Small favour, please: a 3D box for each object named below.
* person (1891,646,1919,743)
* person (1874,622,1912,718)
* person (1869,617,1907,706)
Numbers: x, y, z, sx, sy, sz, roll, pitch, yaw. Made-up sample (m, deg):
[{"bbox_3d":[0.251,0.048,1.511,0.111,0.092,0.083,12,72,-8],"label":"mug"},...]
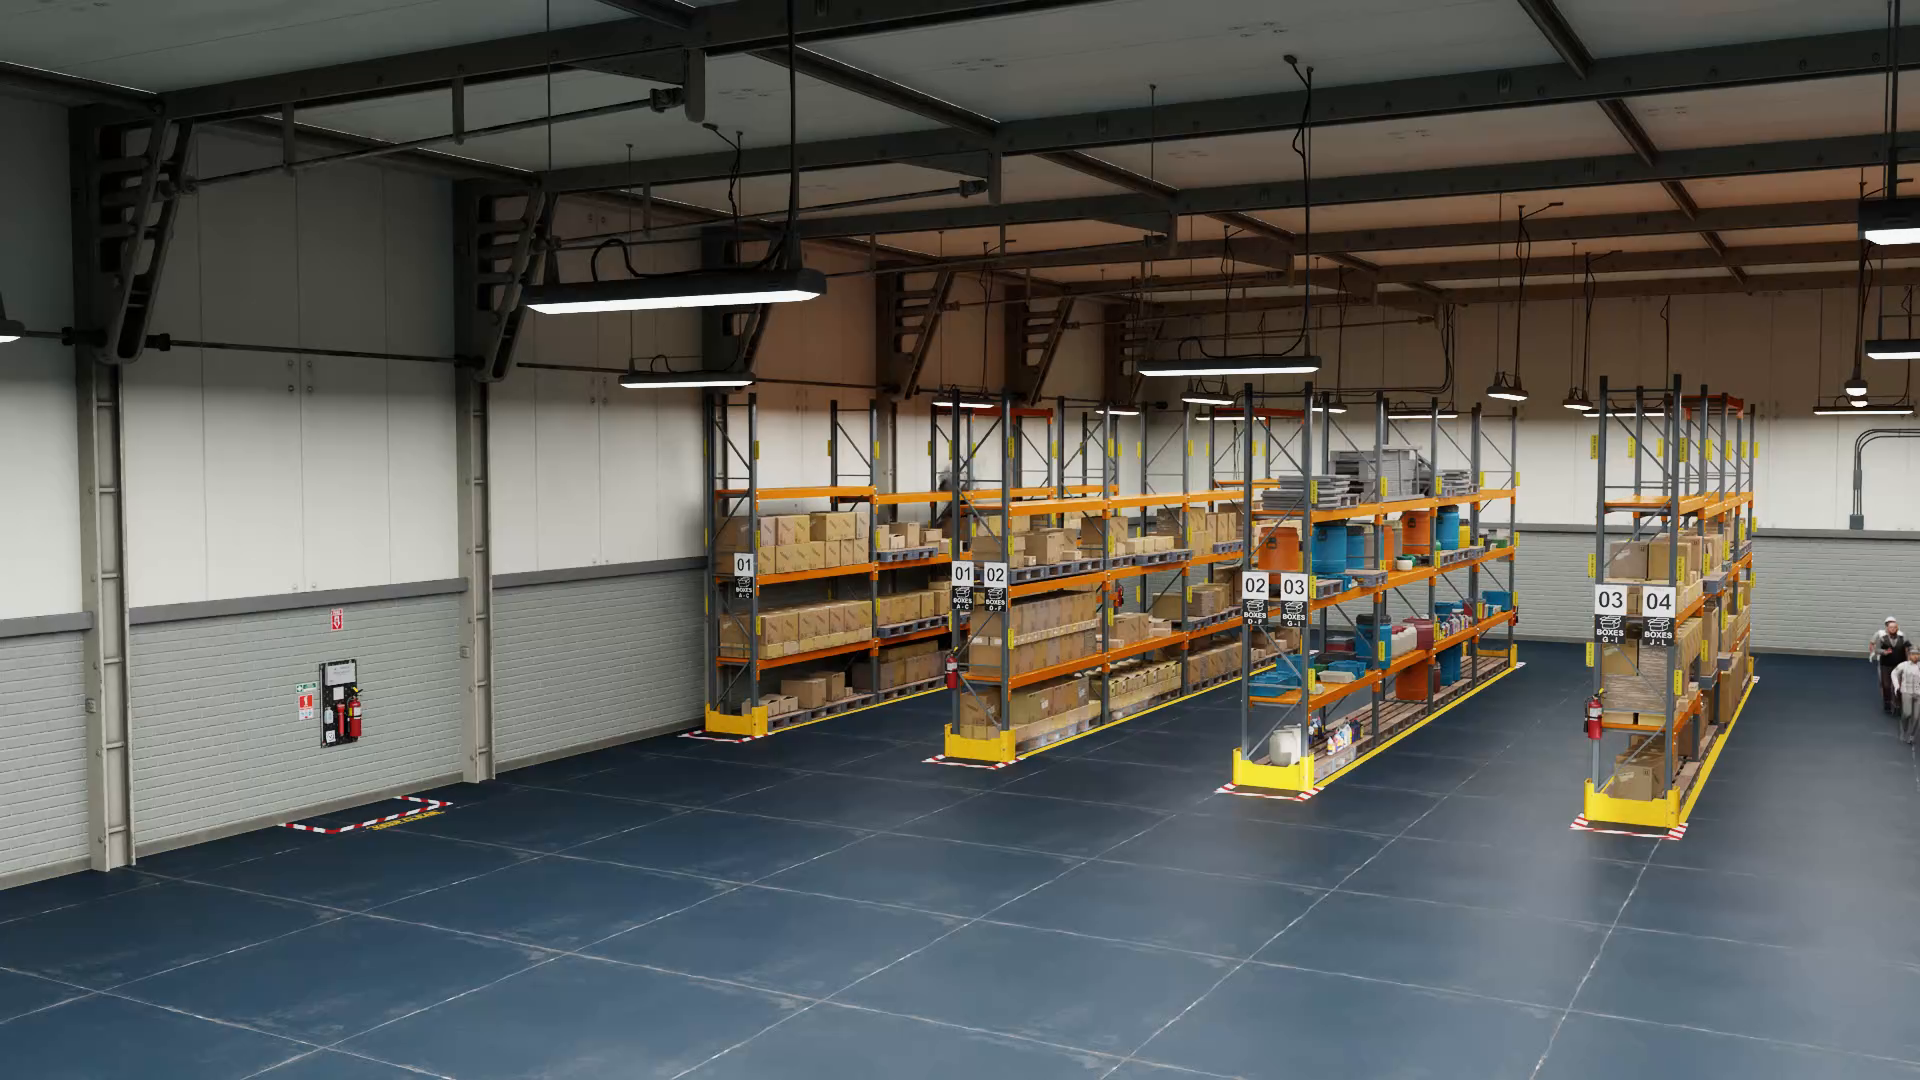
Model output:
[{"bbox_3d":[16.176,2.627,28.241,0.582,1.672,0.632,1,3,21],"label":"person"},{"bbox_3d":[17.635,2.445,31.437,0.627,1.784,0.771,2,4,33],"label":"person"},{"bbox_3d":[18.204,2.374,32.576,0.693,1.734,0.596,2,4,29],"label":"person"}]
